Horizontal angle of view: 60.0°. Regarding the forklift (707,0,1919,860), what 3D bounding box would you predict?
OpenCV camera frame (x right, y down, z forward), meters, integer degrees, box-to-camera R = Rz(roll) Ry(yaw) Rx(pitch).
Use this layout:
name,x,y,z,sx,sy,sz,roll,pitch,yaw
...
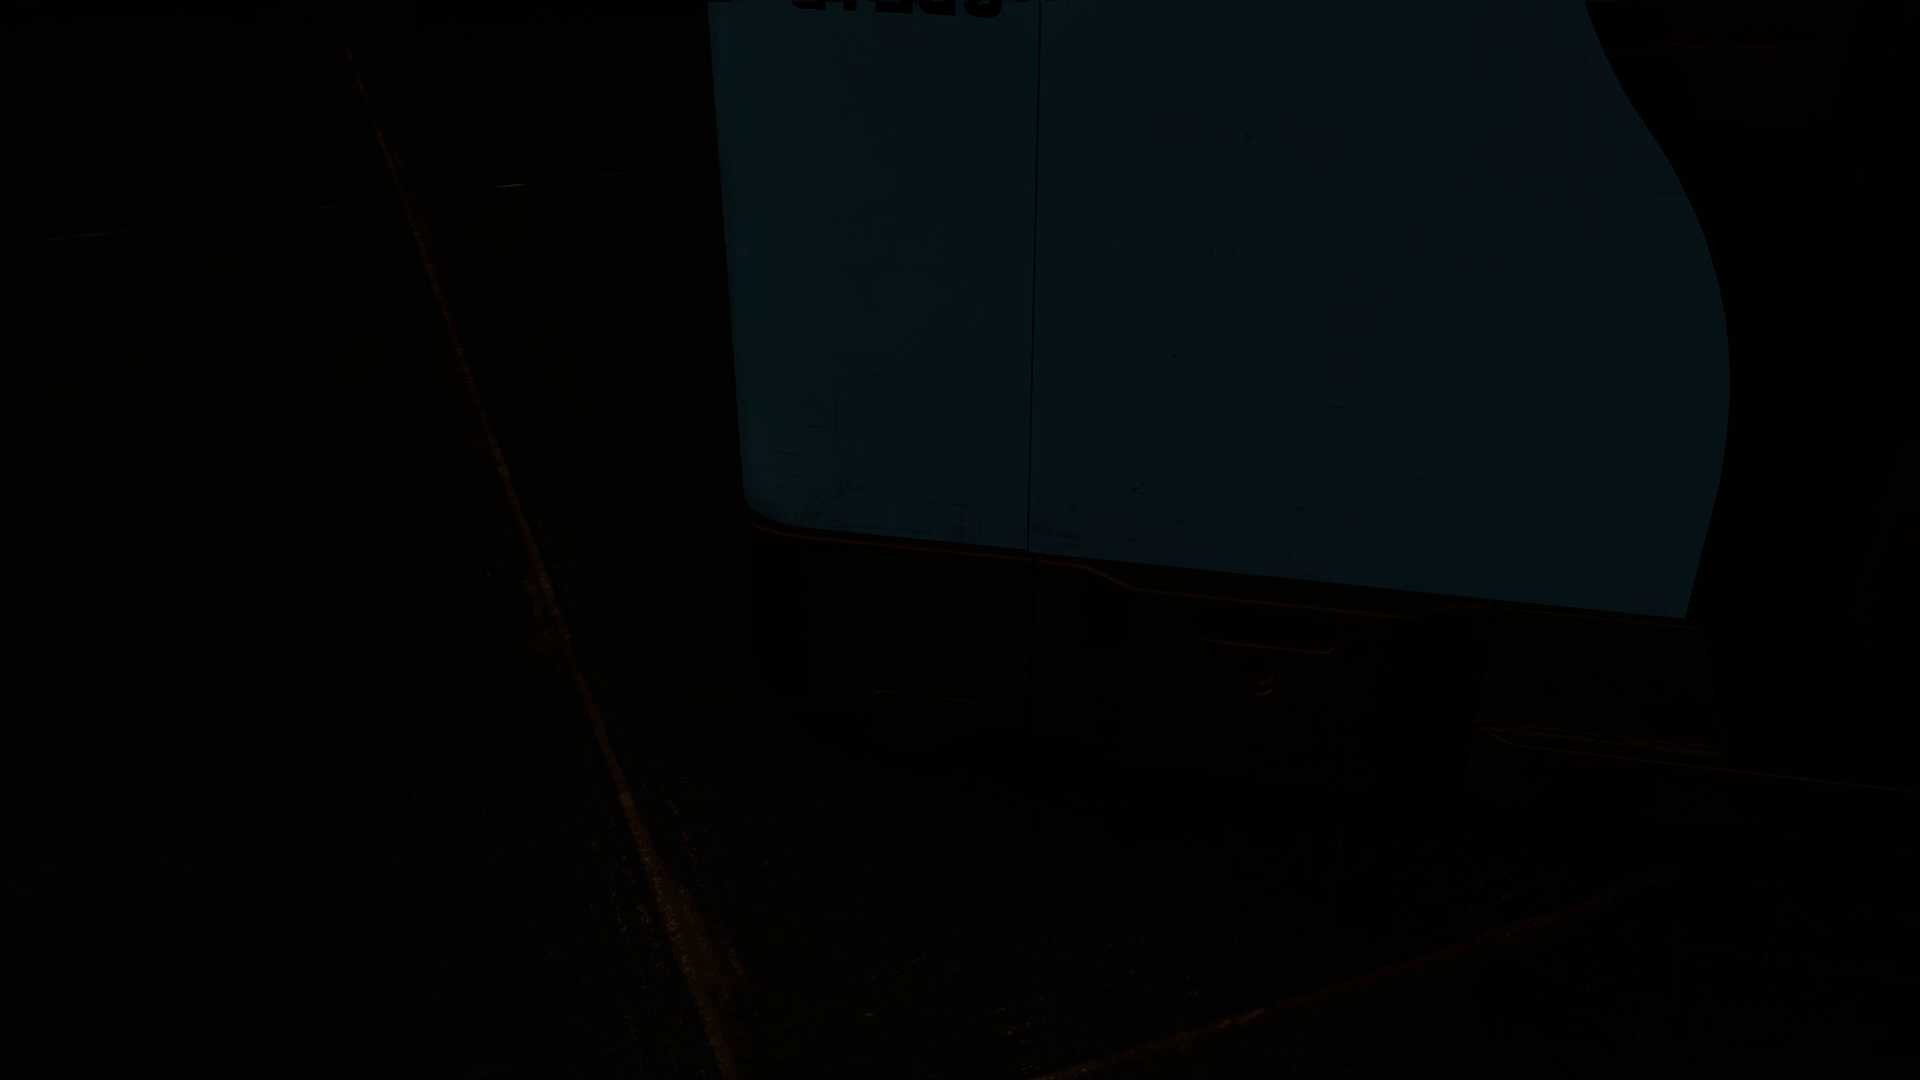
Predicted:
name,x,y,z,sx,sy,sz,roll,pitch,yaw
forklift,1.299,-1.122,1.509,3.031,2.935,1.130,6,30,10
